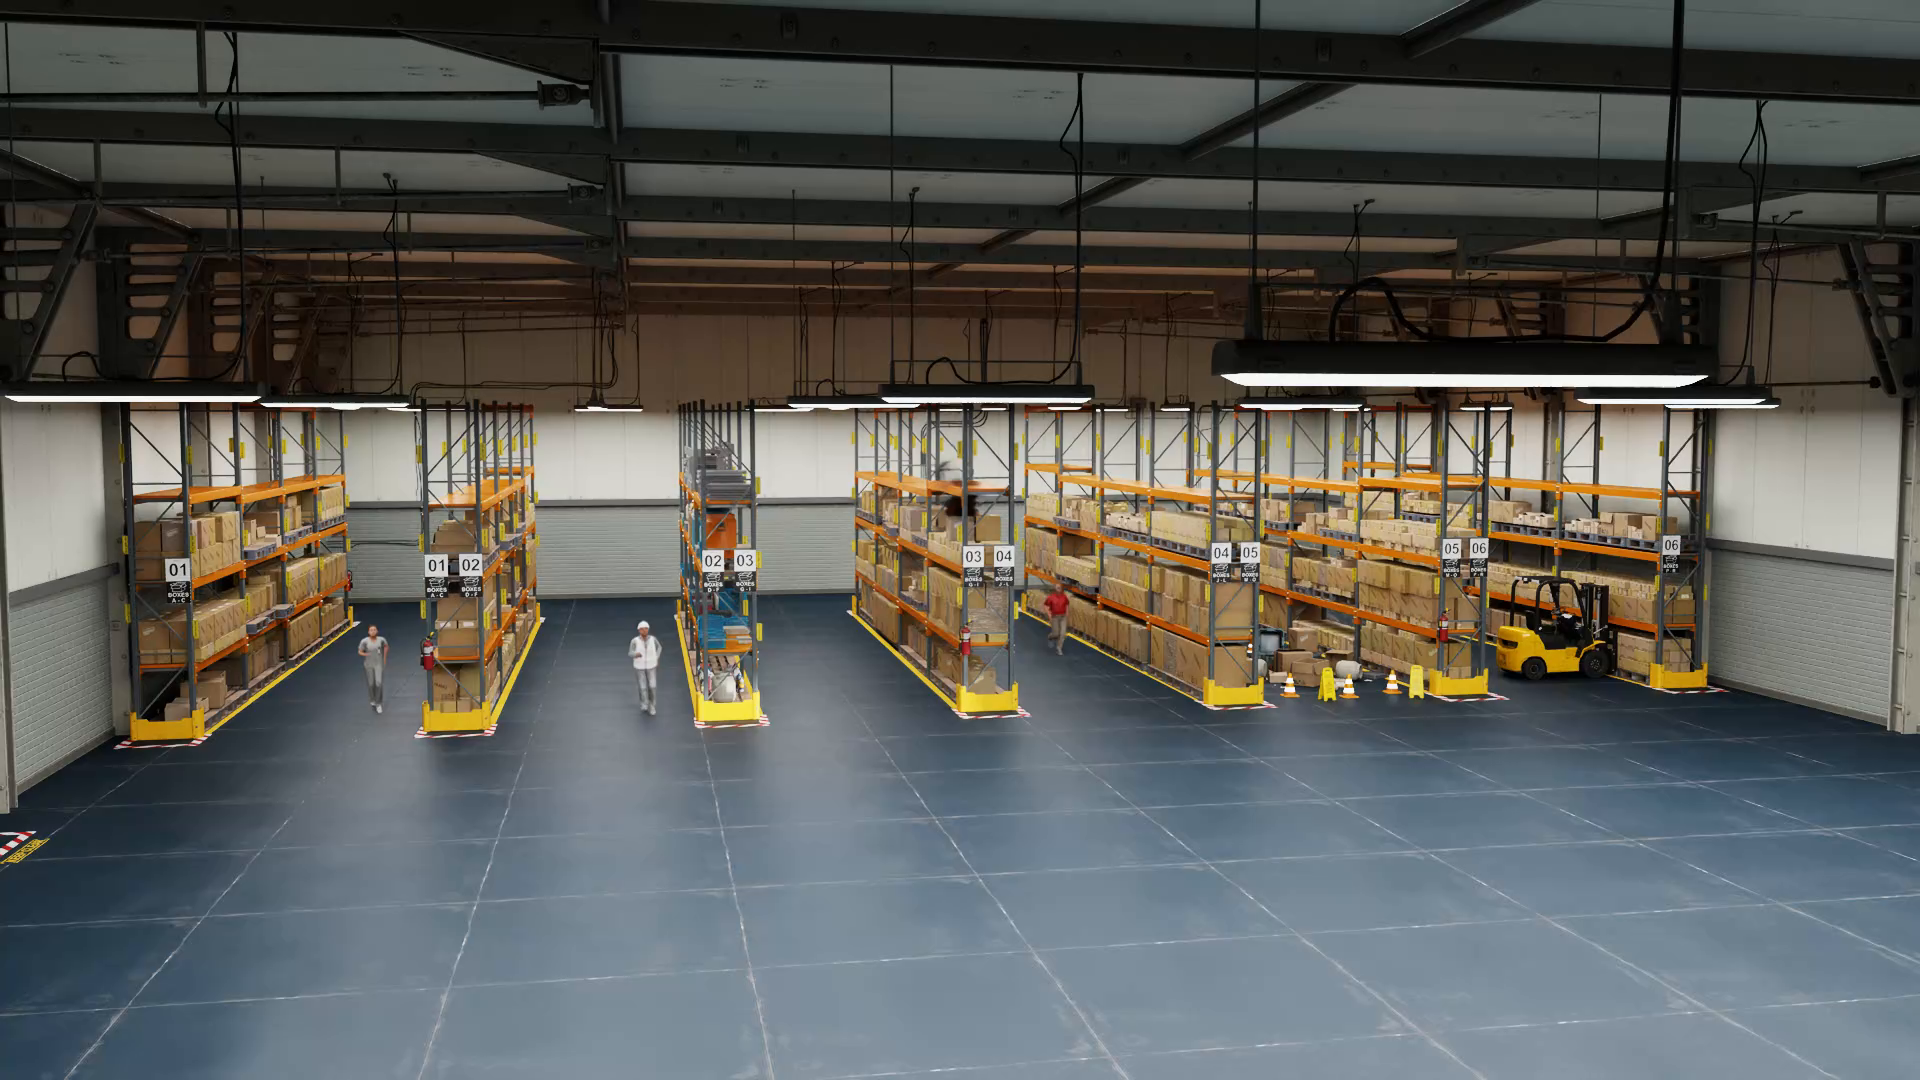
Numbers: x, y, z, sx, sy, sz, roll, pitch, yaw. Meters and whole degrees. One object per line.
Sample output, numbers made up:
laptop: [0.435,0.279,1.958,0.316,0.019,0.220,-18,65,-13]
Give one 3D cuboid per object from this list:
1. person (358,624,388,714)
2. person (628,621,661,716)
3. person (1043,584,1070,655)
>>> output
person: [-11.332,2.476,32.118,0.550,1.720,0.763,-1,5,-18]
person: [-6.017,2.457,31.723,0.604,1.822,0.756,-1,4,-13]
person: [2.338,1.889,39.793,0.664,1.684,0.602,-1,4,-17]
